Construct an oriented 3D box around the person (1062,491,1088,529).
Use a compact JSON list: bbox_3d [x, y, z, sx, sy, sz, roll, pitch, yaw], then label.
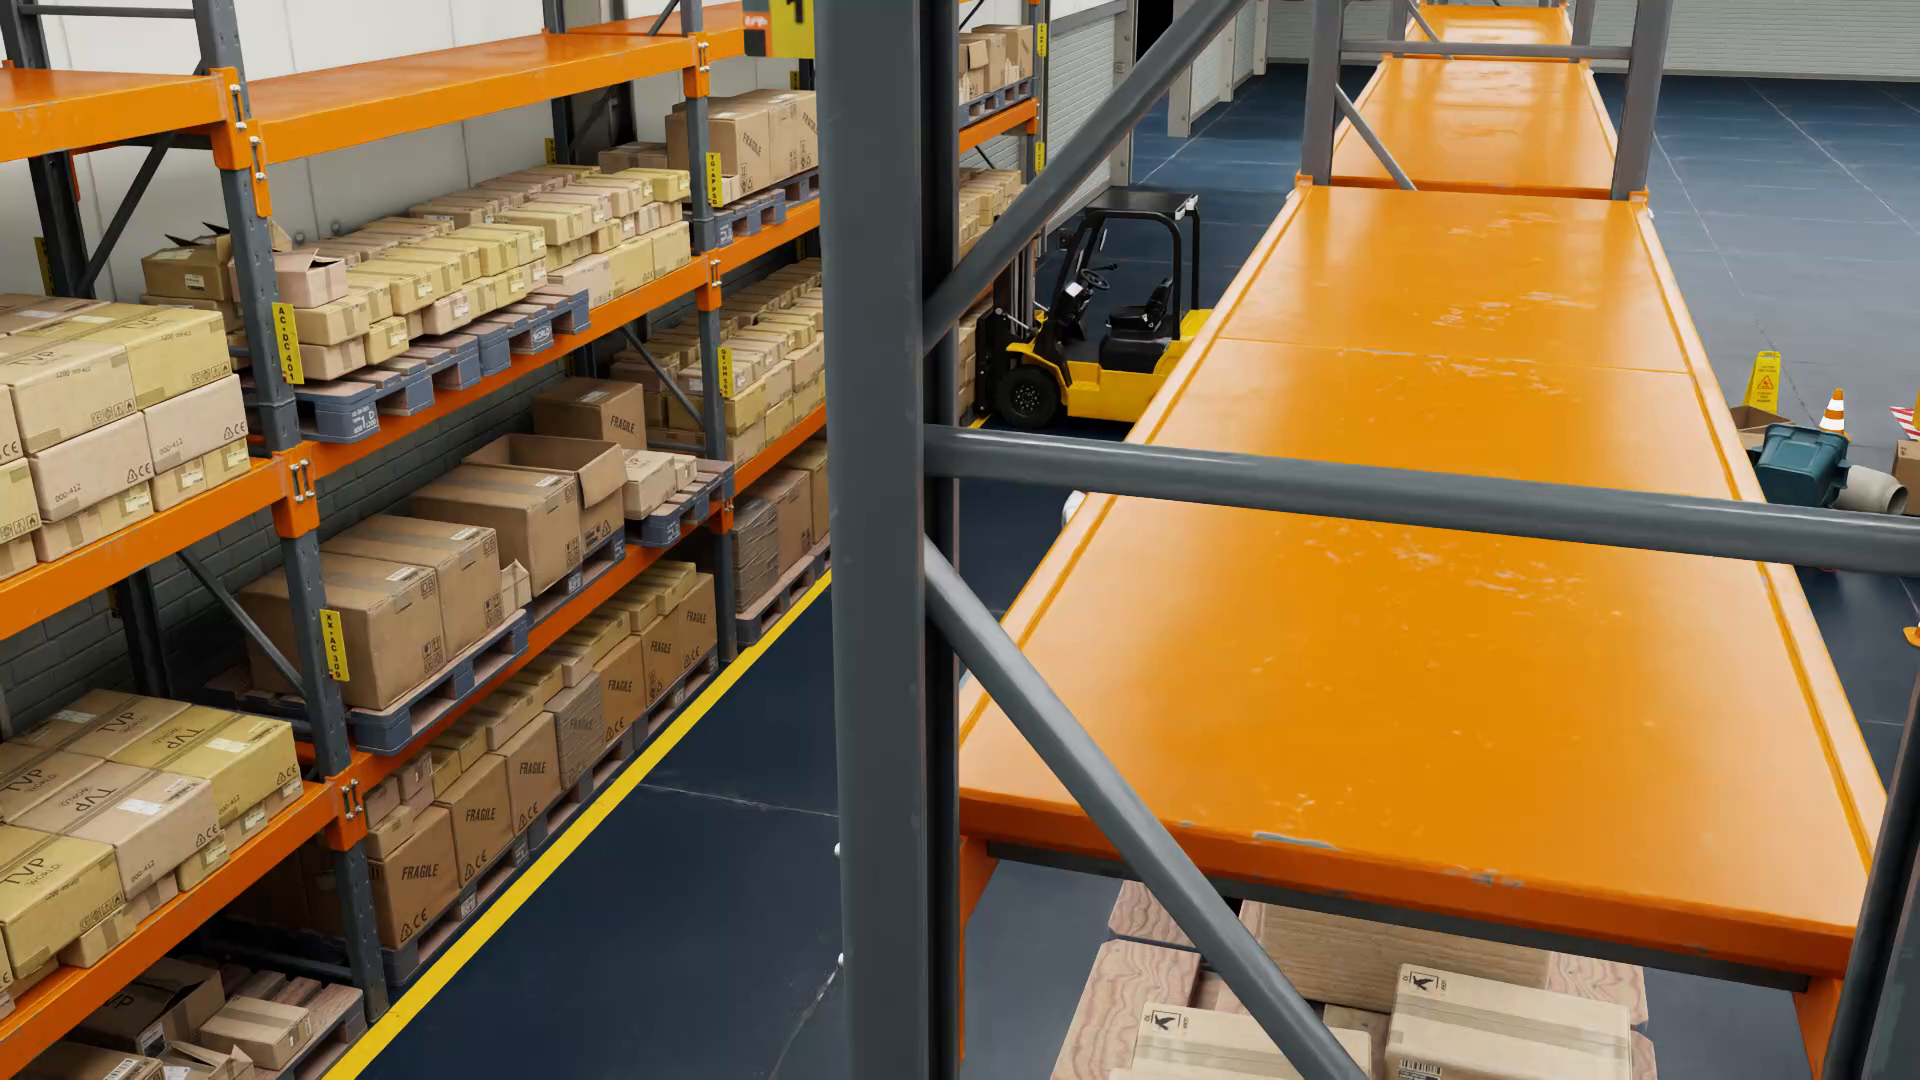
[{"bbox_3d":[0.854,0.292,10.432,0.446,1.833,0.571,7,23,16],"label":"person"}]
